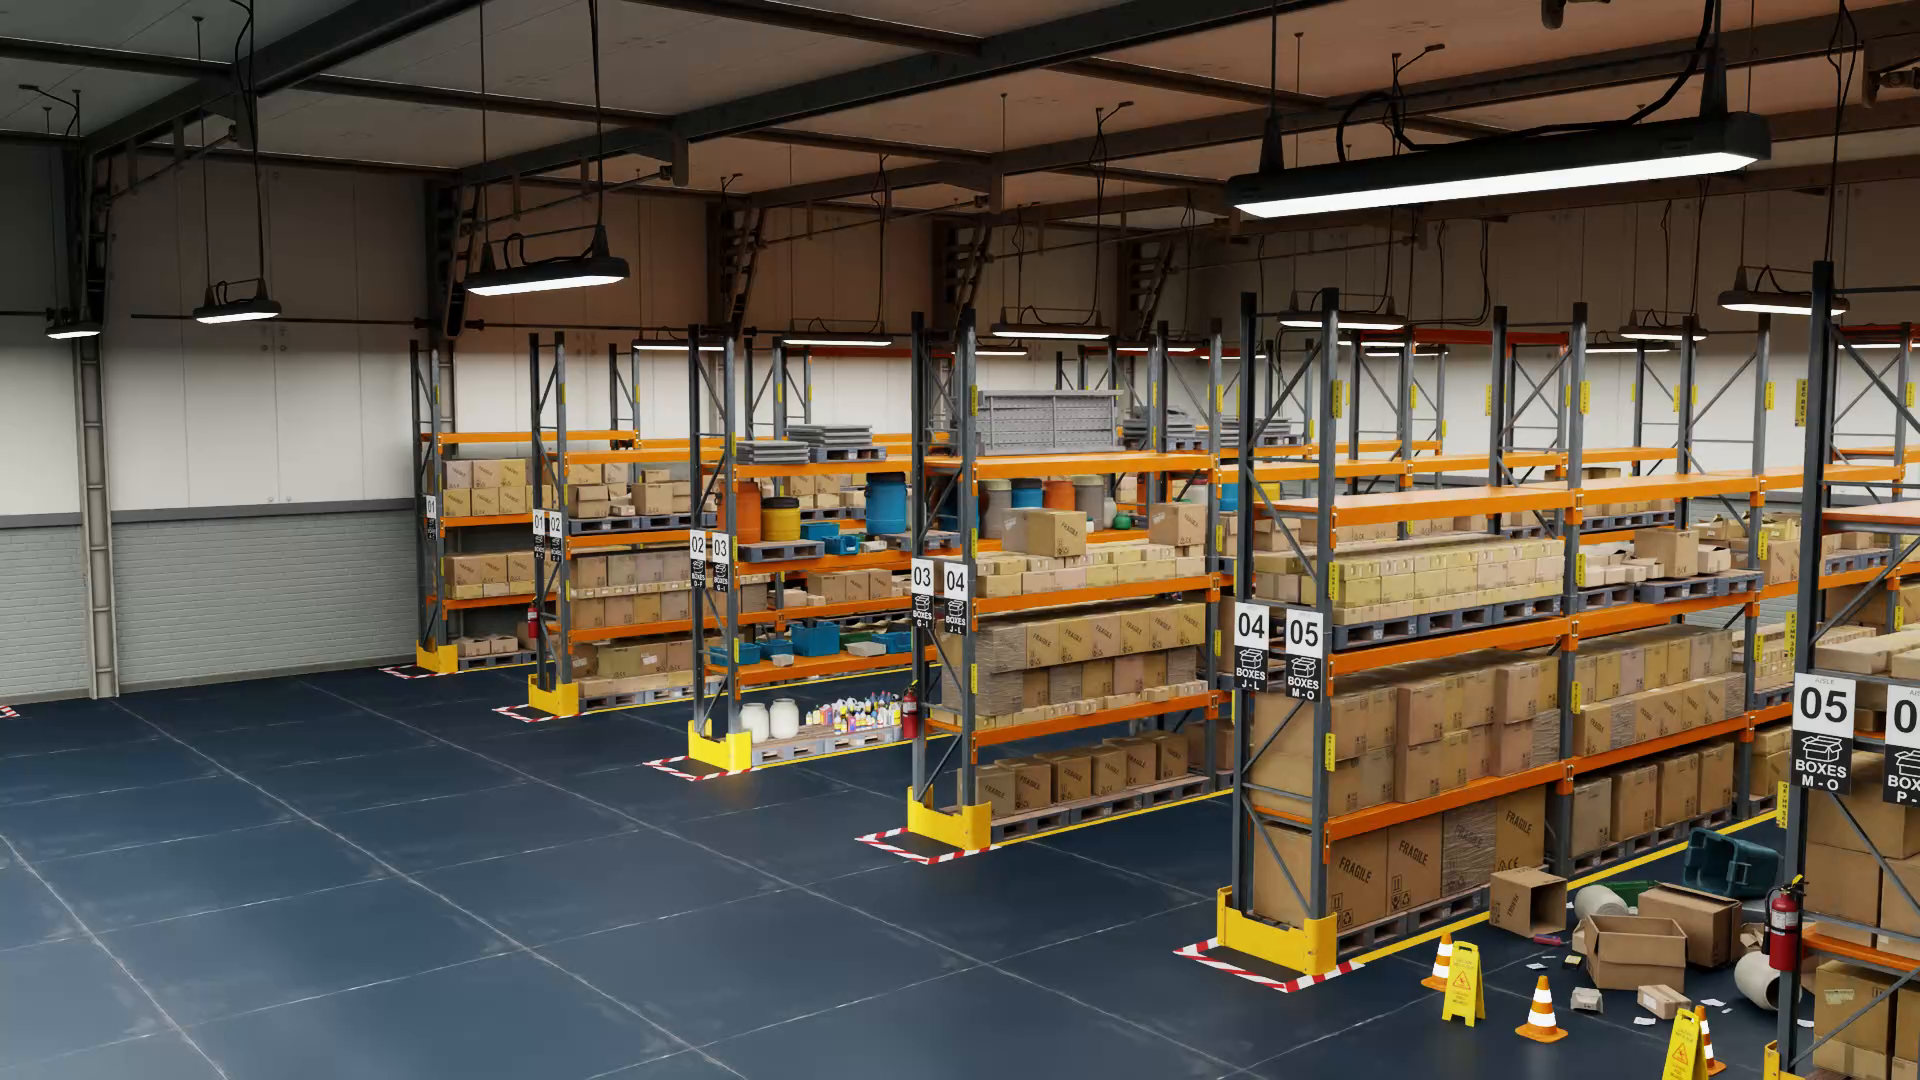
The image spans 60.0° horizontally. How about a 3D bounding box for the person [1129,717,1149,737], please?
[{"bbox_3d":[2.557,2.116,23.909,0.707,1.655,0.521,-5,7,-42],"label":"person"}]
